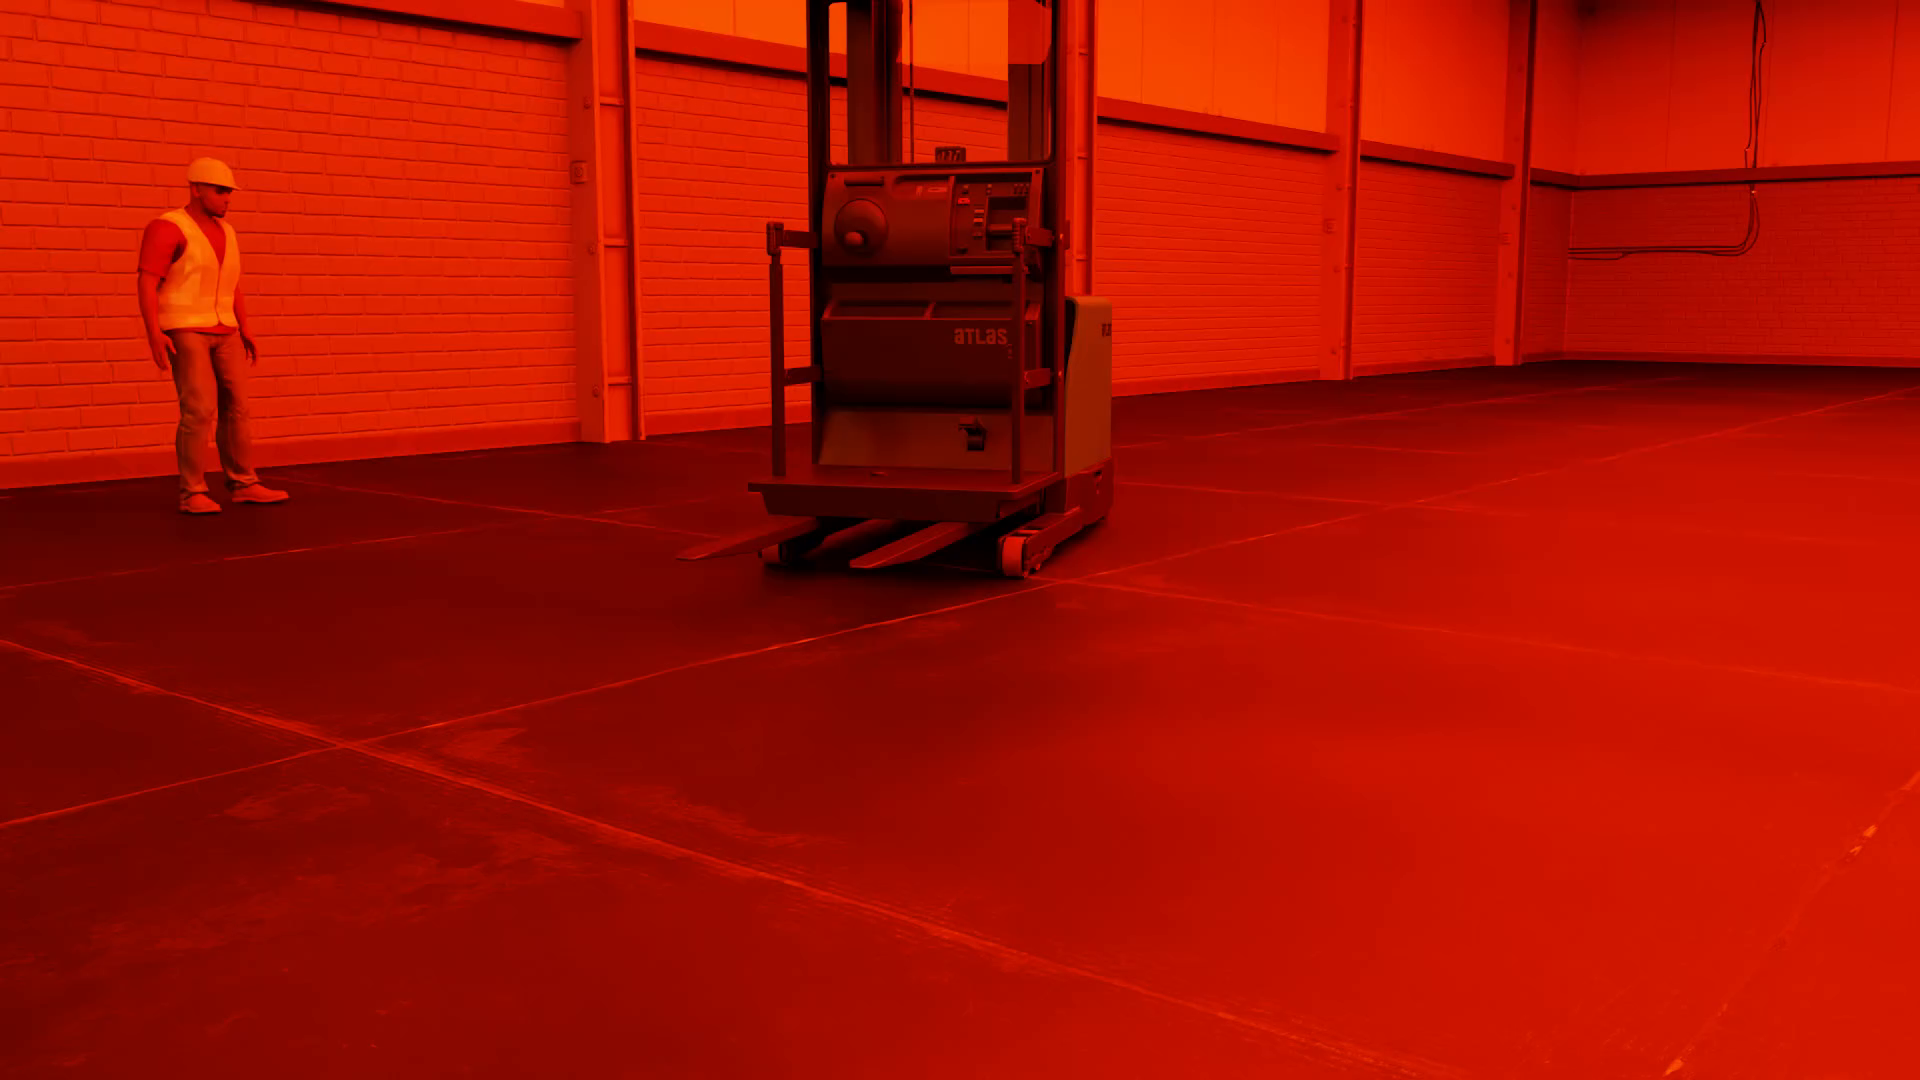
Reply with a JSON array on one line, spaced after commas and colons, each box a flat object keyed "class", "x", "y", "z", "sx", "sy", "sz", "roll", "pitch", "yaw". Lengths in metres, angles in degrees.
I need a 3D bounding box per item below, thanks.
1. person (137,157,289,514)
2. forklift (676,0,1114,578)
[{"class": "person", "x": -3.794, "y": -1.032, "z": 8.384, "sx": 0.451, "sy": 1.762, "sz": 0.692, "roll": 3, "pitch": 9, "yaw": 18}, {"class": "forklift", "x": -0.176, "y": -1.366, "z": 6.616, "sx": 1.130, "sy": 2.935, "sz": 3.031, "roll": 3, "pitch": 9, "yaw": 17}]
